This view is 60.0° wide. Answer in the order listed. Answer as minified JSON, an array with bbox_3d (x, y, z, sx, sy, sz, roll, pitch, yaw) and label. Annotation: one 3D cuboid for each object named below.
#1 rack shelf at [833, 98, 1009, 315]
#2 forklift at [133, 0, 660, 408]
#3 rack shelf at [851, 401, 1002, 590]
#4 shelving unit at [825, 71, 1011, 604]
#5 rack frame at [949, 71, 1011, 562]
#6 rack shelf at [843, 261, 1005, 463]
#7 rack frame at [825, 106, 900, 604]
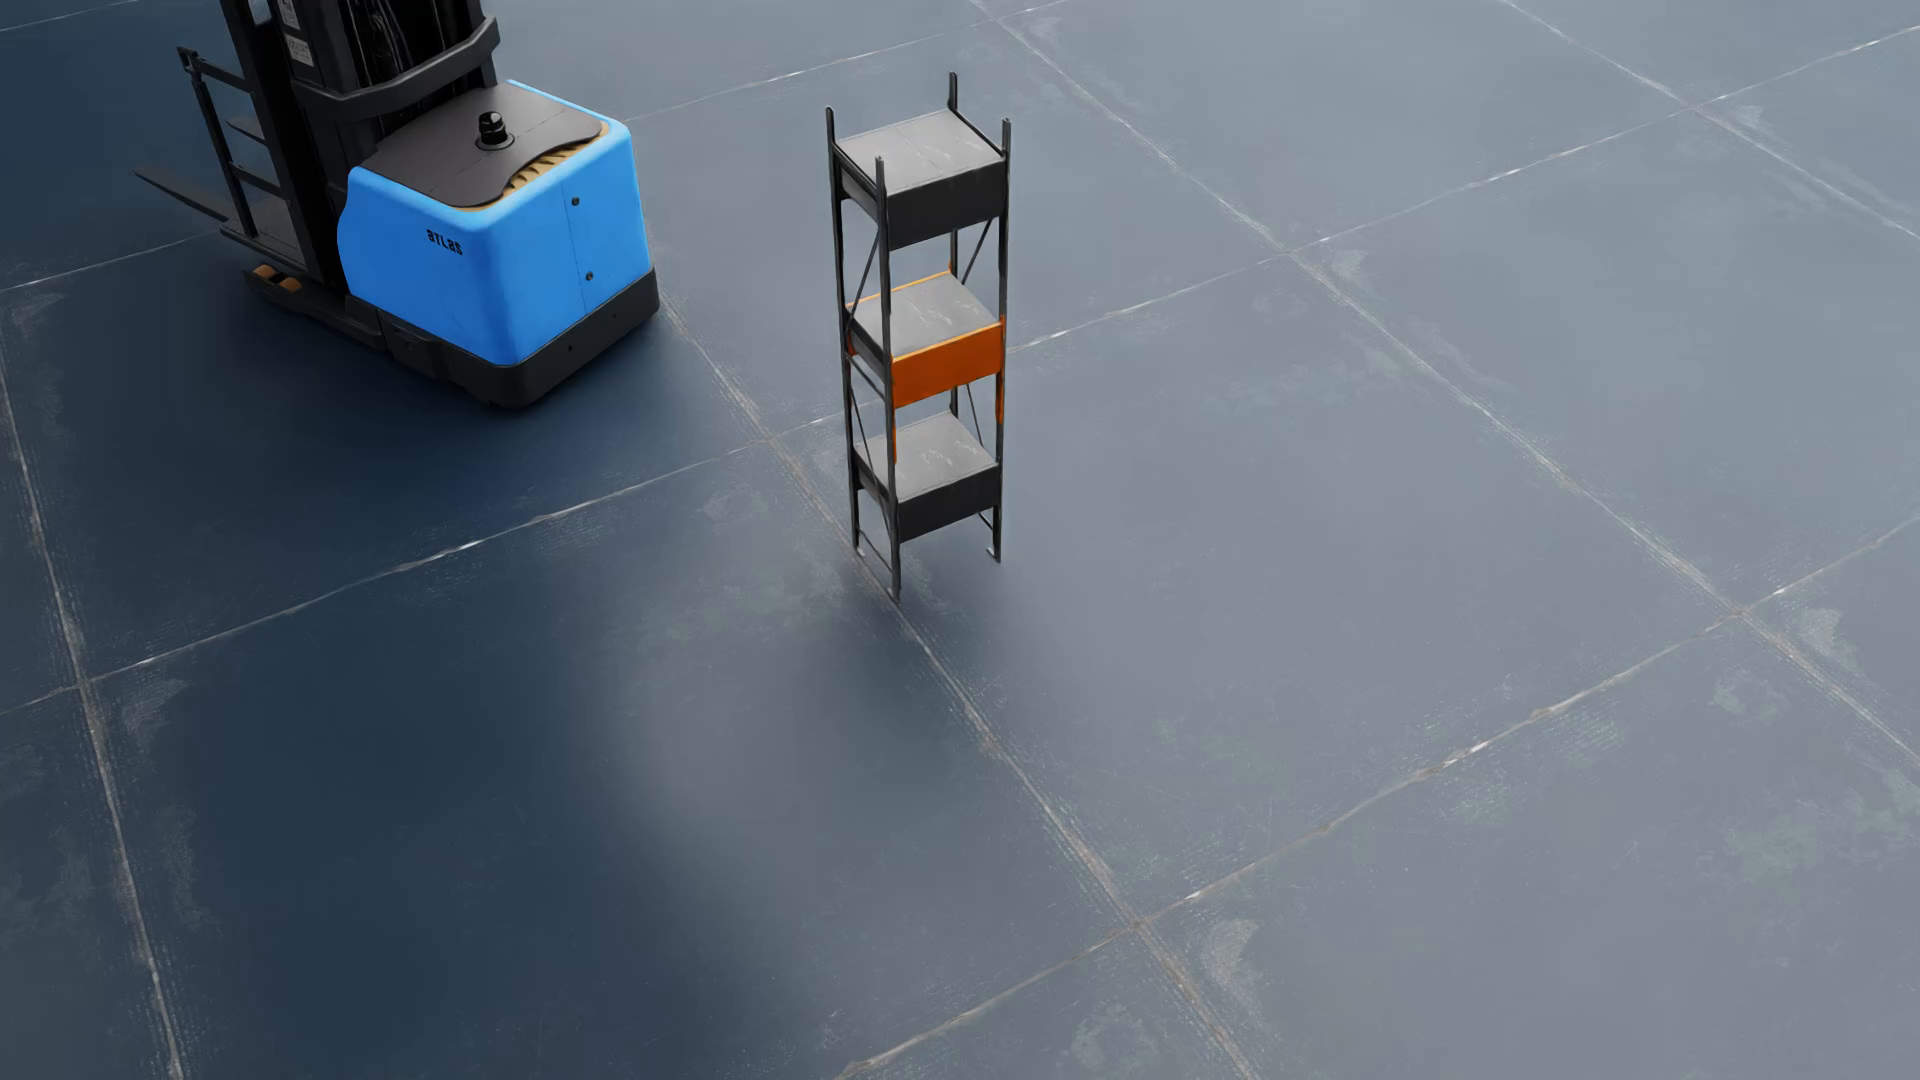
[{"bbox_3d":[-0.144,-1.189,5.911,0.480,0.518,0.431,-22,48,-21],"label":"rack shelf"},{"bbox_3d":[-2.998,-2.478,7.628,3.031,2.935,1.130,25,50,24],"label":"forklift"},{"bbox_3d":[-0.144,-0.184,6.886,0.480,0.518,0.431,-22,48,-21],"label":"rack shelf"},{"bbox_3d":[-0.144,-0.696,6.389,0.503,2.100,0.431,-22,48,-21],"label":"shelving unit"},{"bbox_3d":[0.068,-0.781,6.476,0.015,2.100,0.400,-22,48,-21],"label":"rack frame"},{"bbox_3d":[-0.144,-0.686,6.398,0.480,0.518,0.431,-22,48,-21],"label":"rack shelf"},{"bbox_3d":[-0.355,-0.611,6.302,0.015,2.100,0.400,-22,48,-21],"label":"rack frame"}]
